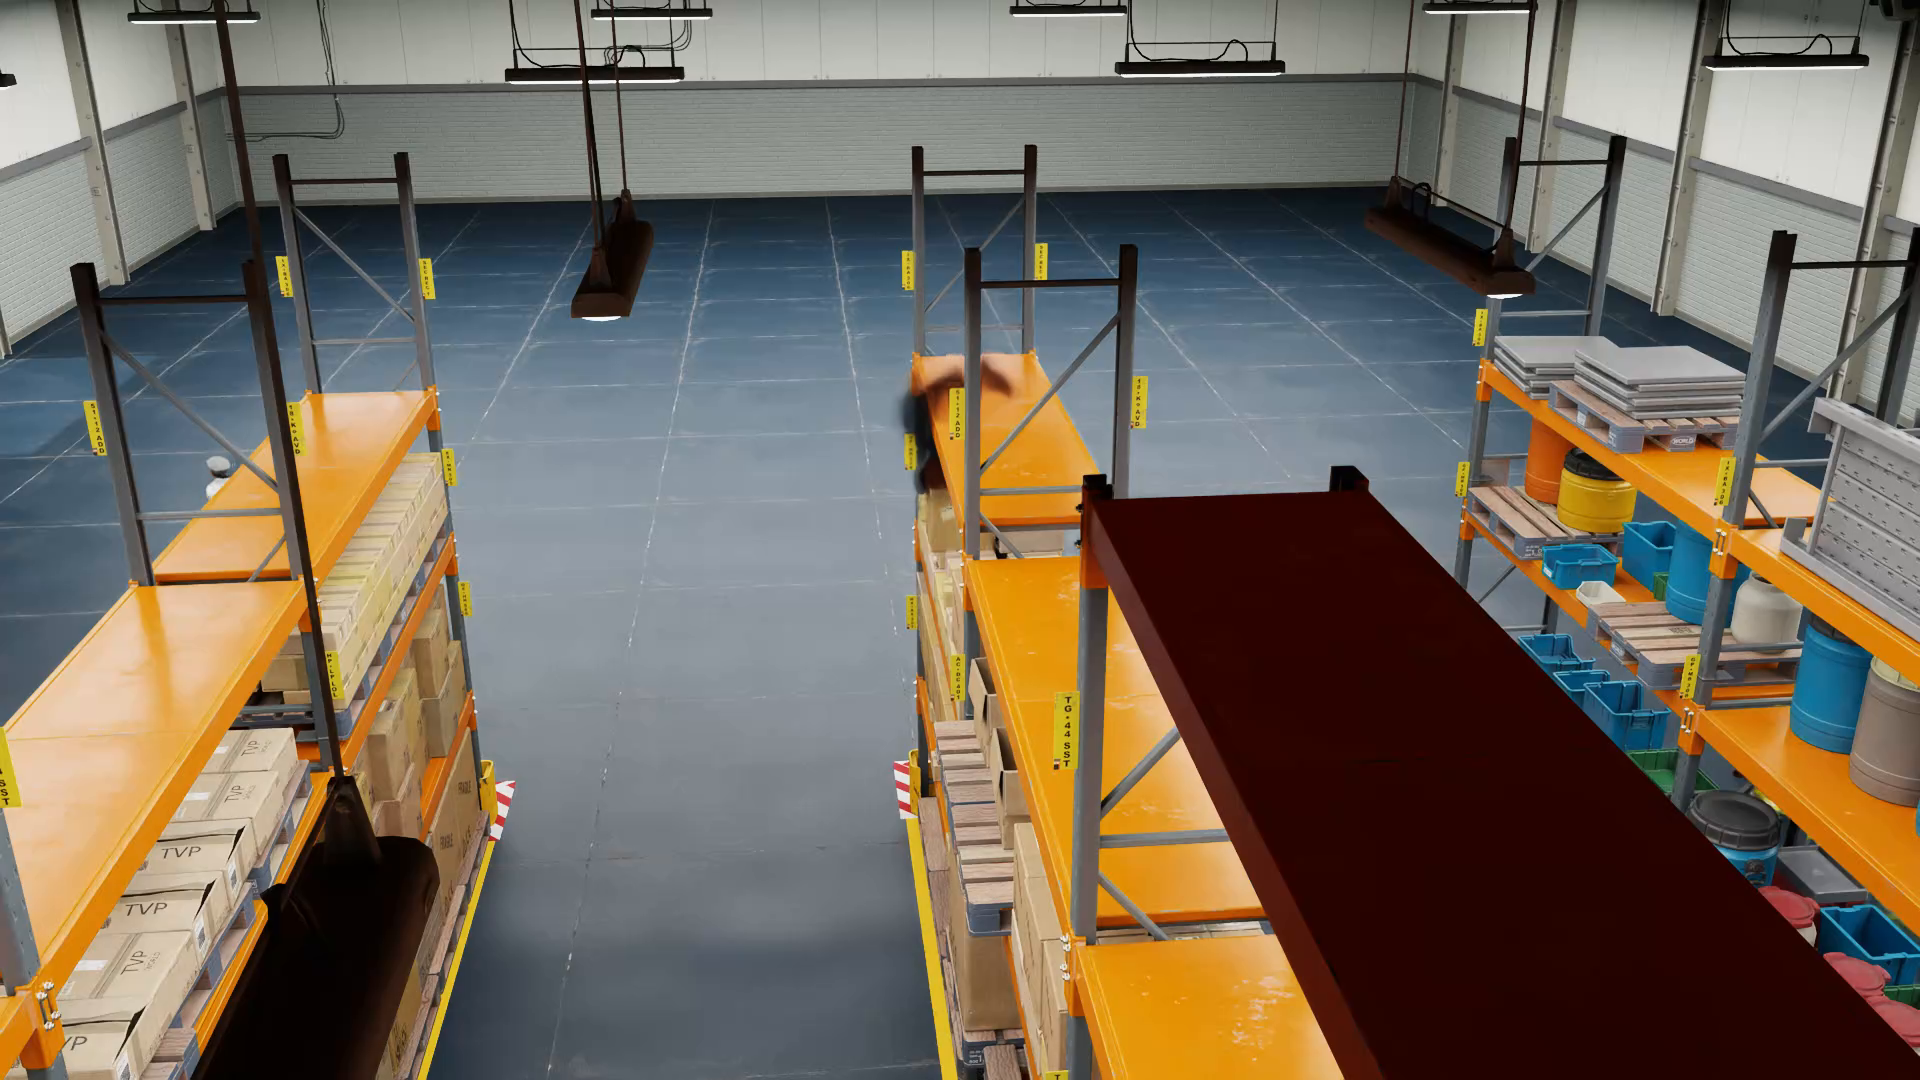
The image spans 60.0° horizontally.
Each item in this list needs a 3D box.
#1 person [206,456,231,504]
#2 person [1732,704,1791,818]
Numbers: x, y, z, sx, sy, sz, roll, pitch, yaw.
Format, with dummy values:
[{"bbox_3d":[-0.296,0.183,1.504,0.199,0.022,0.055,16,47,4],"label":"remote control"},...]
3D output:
[{"bbox_3d":[-8.671,-0.167,19.832,0.879,1.681,0.641,16,27,35],"label":"person"},{"bbox_3d":[6.739,2.190,13.744,0.729,1.784,0.835,-1,22,-2],"label":"person"}]
